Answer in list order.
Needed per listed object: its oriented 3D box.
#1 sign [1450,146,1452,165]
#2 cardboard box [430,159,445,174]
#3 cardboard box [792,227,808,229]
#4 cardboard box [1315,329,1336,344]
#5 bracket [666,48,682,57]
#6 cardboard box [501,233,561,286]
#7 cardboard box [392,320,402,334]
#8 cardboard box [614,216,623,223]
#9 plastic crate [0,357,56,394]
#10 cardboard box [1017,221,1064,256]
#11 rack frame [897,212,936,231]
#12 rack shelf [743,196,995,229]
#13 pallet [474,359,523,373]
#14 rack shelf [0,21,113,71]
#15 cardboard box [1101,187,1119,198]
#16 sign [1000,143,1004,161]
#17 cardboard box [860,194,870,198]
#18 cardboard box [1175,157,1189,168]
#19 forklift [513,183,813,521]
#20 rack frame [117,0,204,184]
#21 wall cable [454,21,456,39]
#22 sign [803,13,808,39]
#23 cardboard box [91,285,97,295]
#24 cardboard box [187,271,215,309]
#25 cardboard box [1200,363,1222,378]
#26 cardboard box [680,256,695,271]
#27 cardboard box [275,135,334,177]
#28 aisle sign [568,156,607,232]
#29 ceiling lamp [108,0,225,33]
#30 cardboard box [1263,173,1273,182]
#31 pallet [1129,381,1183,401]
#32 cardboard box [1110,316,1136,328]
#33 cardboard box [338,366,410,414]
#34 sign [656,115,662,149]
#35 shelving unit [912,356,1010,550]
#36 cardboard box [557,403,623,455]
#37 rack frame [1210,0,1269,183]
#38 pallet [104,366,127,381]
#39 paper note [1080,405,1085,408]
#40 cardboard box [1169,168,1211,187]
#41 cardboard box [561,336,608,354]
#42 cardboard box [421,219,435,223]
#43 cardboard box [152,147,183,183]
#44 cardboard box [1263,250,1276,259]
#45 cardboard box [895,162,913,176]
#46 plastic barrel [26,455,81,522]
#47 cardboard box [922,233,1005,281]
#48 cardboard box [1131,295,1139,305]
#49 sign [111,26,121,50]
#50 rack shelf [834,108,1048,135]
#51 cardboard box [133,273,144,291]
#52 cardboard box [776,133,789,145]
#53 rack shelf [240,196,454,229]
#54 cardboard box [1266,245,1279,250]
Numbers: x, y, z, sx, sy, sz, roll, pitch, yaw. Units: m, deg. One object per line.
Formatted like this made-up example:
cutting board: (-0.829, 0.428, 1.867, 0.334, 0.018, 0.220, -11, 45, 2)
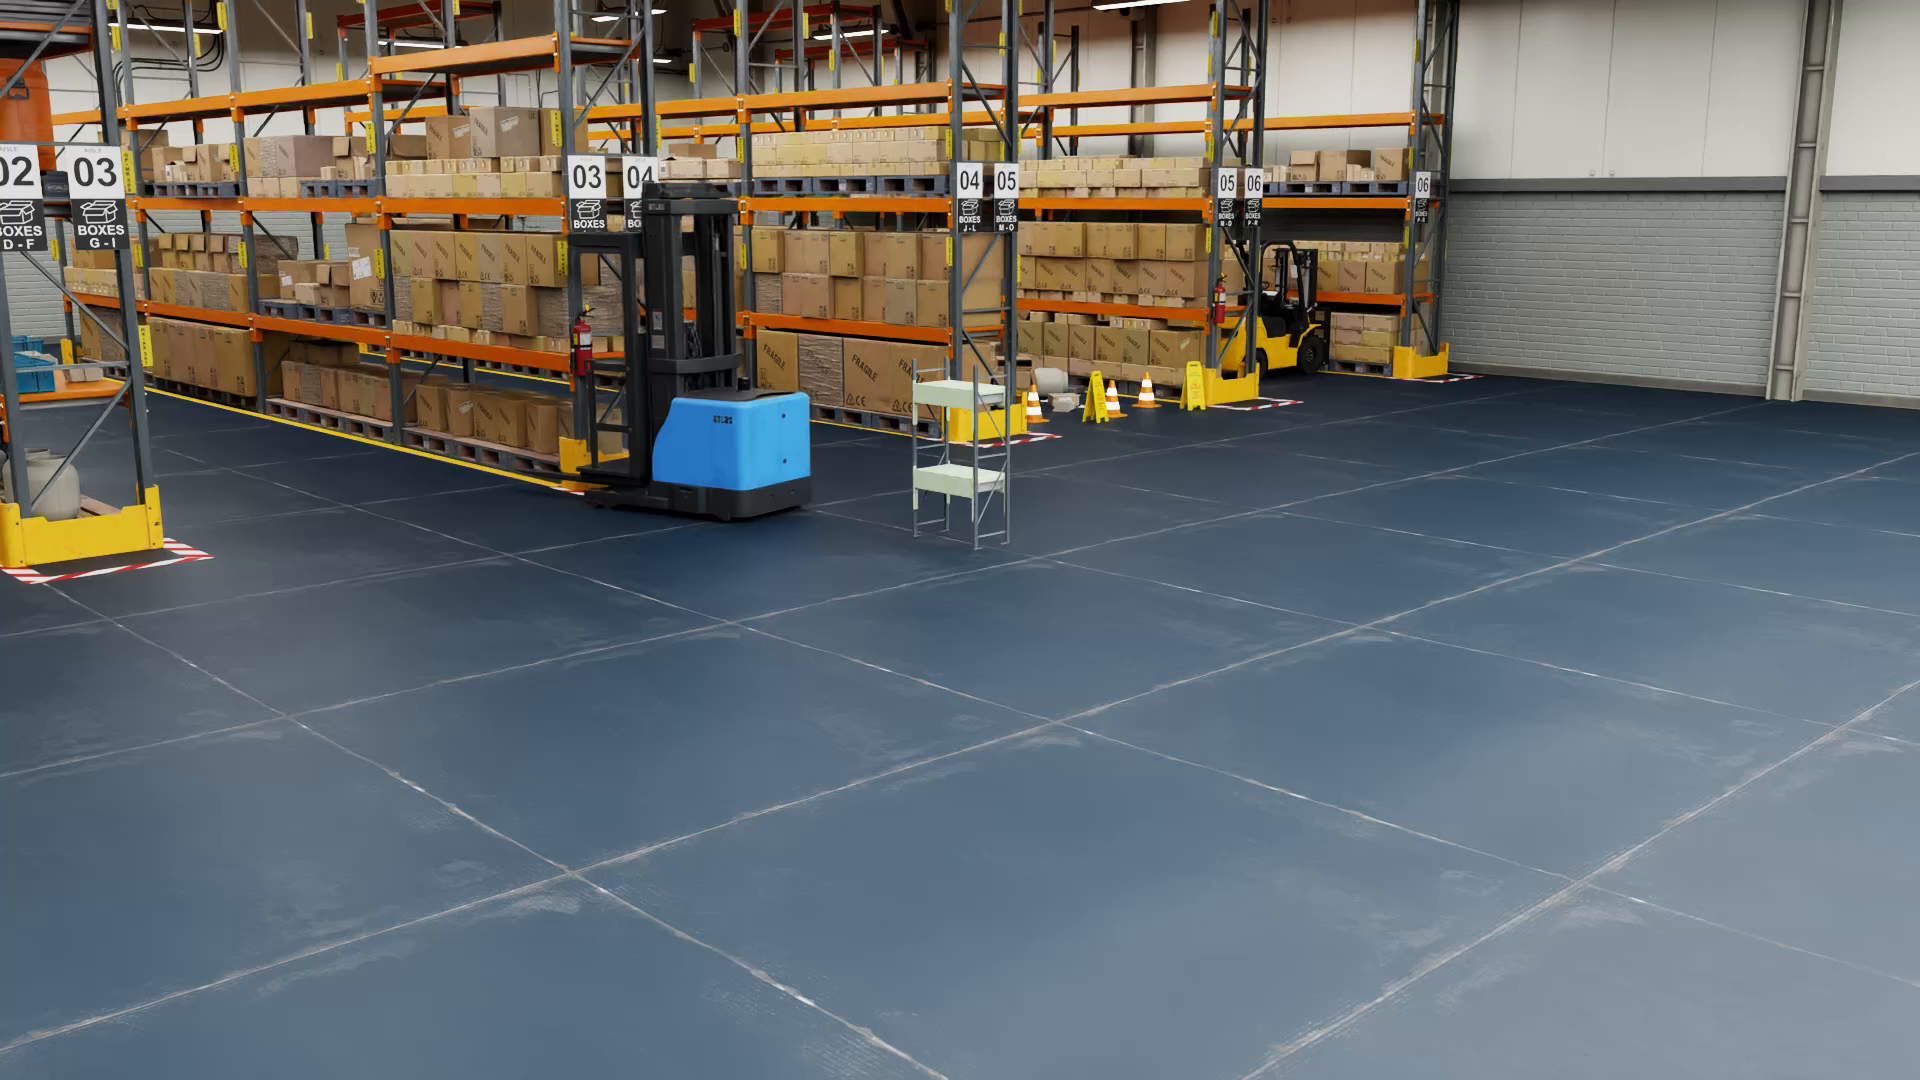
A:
sign: (7.784, -6.126, 26.417, 0.100, 0.325, 0.005, -11, 16, -43)
cardboard box: (-5.410, -3.972, 17.707, 0.380, 0.149, 0.250, -11, 16, -44)
cardboard box: (-2.640, -5.240, 29.188, 0.500, 0.500, 0.500, -11, 16, -42)
cardboard box: (6.106, -3.392, 27.476, 0.500, 0.250, 0.500, -11, 16, -44)
bracket: (-7.061, -12.026, 41.062, 0.235, 0.232, 0.430, -11, 16, -43)
cardboard box: (-4.284, -2.843, 16.813, 0.500, 0.500, 0.500, -11, 16, -43)
cardboard box: (-6.208, -2.428, 18.885, 0.380, 0.149, 0.250, -11, 16, -43)
cardboard box: (-6.689, -6.404, 33.230, 0.250, 0.149, 0.380, 11, 16, 43)
plastic crate: (-7.520, -1.309, 13.199, 0.499, 0.251, 0.616, -11, 16, -43)
cardboard box: (1.176, -4.595, 25.319, 0.700, 0.500, 0.500, -11, 16, -43)
rack frame: (-0.908, -5.865, 34.945, 1.000, 3.000, 0.127, -11, 16, -43)
rack shelf: (-1.100, -4.126, 20.851, 1.077, 0.370, 4.000, -11, 16, -43)
pallet: (-7.467, -2.989, 27.896, 1.003, 0.211, 1.213, -11, 16, -43)
rack shelf: (-8.340, -4.032, 13.956, 1.077, 0.370, 4.000, -11, 16, -43)
cardboard box: (2.250, -4.999, 23.929, 0.380, 0.149, 0.250, -11, 16, -43)
sign: (0.630, -5.843, 25.145, 0.100, 0.325, 0.005, -11, 16, -43)
cardboard box: (-1.463, -5.885, 27.943, 0.396, 0.266, 0.258, -11, 16, -43)
cardboard box: (3.194, -5.209, 22.975, 0.380, 0.149, 0.250, -11, 16, -42)
forklift: (-2.882, -1.802, 15.393, 3.031, 2.935, 1.130, 7, 14, 31)
rack frame: (-11.663, -6.730, 24.277, 1.000, 3.000, 0.127, -11, 16, -43)
wall cable: (-12.146, -12.571, 36.275, 2.355, 3.000, 0.029, -11, 16, -43)
sign: (-2.063, -6.848, 22.141, 0.100, 0.325, 0.005, -11, 16, -43)
cardboard box: (-13.529, -3.967, 26.357, 0.380, 0.149, 0.250, -11, 16, -43)
cardboard box: (-10.473, -3.518, 23.304, 0.500, 0.500, 0.500, -10, 16, -41)
cardboard box: (3.434, -2.437, 24.078, 0.500, 0.250, 0.500, -11, 16, -43)
cardboard box: (-3.534, -4.060, 23.456, 0.700, 0.500, 0.500, -11, 16, -42)
cardboard box: (-8.062, -4.720, 20.465, 0.500, 0.500, 0.500, 11, 16, 44)
aisle sign: (-3.550, -3.263, 15.872, 0.394, 0.787, 0.004, -11, 16, -43)
ceiling lamp: (-14.445, -10.918, 30.138, 2.000, 3.185, 0.800, -11, 16, -43)
cardboard box: (5.237, -6.078, 27.880, 0.380, 0.149, 0.250, -10, 15, -41)
pallet: (3.203, -2.190, 24.019, 1.003, 0.211, 1.213, -11, 16, -43)
cardboard box: (2.395, -3.166, 24.152, 0.380, 0.149, 0.250, -10, 15, -40)
cardboard box: (-7.249, -1.862, 20.619, 0.500, 0.500, 0.700, 10, 15, 40)
sign: (-2.984, -4.013, 16.358, 0.100, 0.325, 0.005, -11, 16, -43)
shelving unit: (0.005, -0.734, 13.755, 0.431, 1.500, 0.755, -11, 16, -43)
cardboard box: (-3.795, -1.115, 17.045, 0.500, 0.500, 0.500, -7, 14, -32)
rack frame: (3.791, -6.360, 22.479, 1.000, 3.000, 0.127, -11, 16, -43)
pallet: (-12.978, -2.726, 26.619, 1.003, 0.211, 1.213, -11, 16, -43)
paper note: (1.699, -1.828, 22.707, 0.142, 0.019, 0.148, 6, 13, 26)
cardboard box: (3.243, -5.000, 22.947, 0.500, 0.250, 0.500, -11, 16, -43)
cardboard box: (-3.722, -1.930, 16.469, 0.380, 0.149, 0.250, -11, 16, -43)
cardboard box: (-8.887, -5.258, 28.537, 0.500, 0.500, 0.500, 11, 16, 43)
cardboard box: (-11.255, -5.432, 24.123, 0.700, 0.500, 0.500, -10, 16, -41)
cardboard box: (5.323, -4.824, 28.039, 0.380, 0.149, 0.250, -11, 16, -43)
cardboard box: (-0.545, -4.393, 19.702, 0.380, 0.149, 0.250, -11, 16, -42)
plastic barrel: (-7.468, -0.423, 13.655, 0.421, 0.512, 0.421, 0, 12, 0)
cardboard box: (0.053, -3.379, 19.830, 0.875, 0.550, 0.550, -11, 16, -43)
cardboard box: (2.687, -3.475, 23.969, 0.380, 0.149, 0.250, -11, 16, -42)
sign: (-12.082, -7.191, 23.808, 0.100, 0.325, 0.005, -11, 16, -43)
rack shelf: (-0.352, -6.687, 26.842, 1.077, 0.370, 4.000, -11, 16, -43)
cardboard box: (-12.158, -3.892, 25.002, 0.500, 0.250, 0.500, -11, 16, -44)
cardboard box: (-2.124, -5.117, 21.241, 0.380, 0.149, 0.250, -11, 16, -43)
rack shelf: (-7.520, -4.033, 20.402, 1.077, 0.370, 4.000, -11, 16, -43)
cardboard box: (5.353, -4.974, 28.030, 0.380, 0.149, 0.250, -11, 16, -43)
